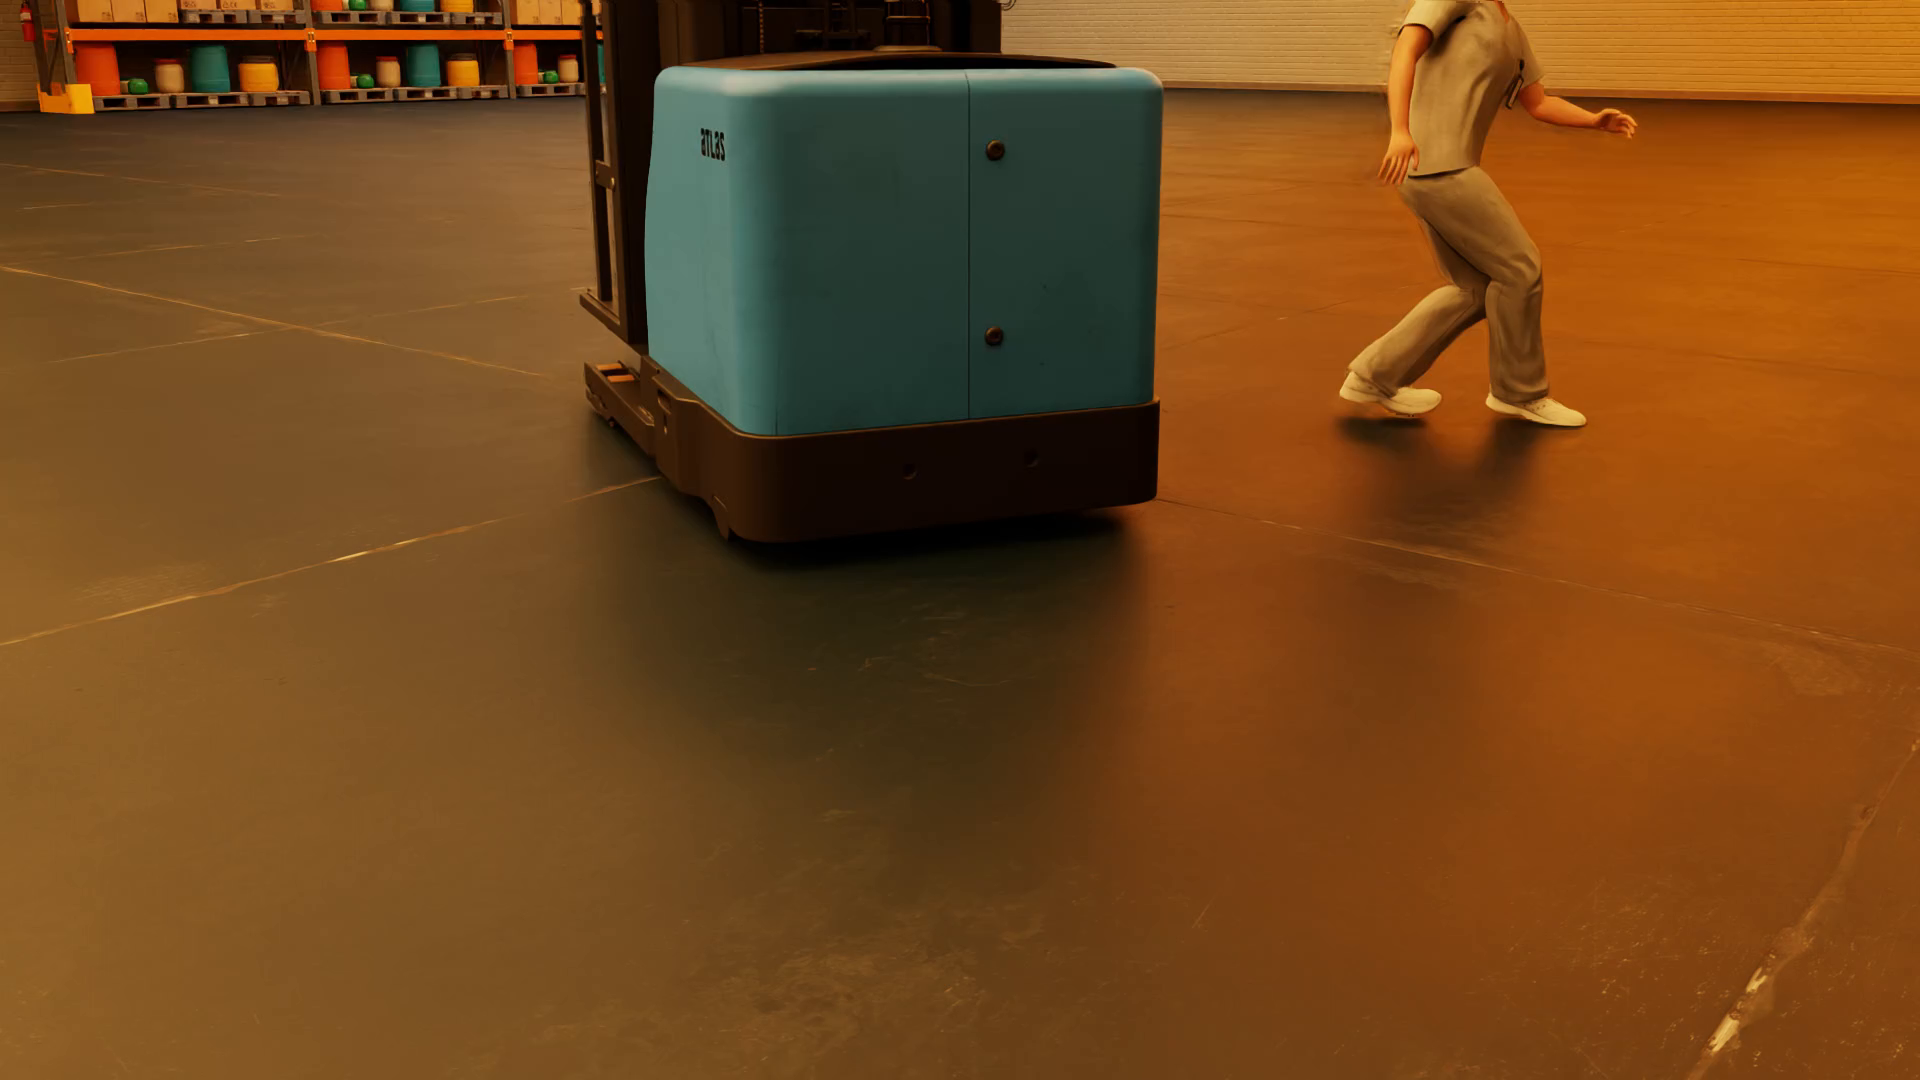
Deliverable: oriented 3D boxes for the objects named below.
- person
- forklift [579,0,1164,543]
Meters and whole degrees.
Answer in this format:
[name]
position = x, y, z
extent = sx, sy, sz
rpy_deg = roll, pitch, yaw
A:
[person]
position = 1.546, -1.070, 4.867
extent = 0.782, 1.549, 0.704
rpy_deg = 7, 18, 21
[forklift]
position = -0.538, -1.781, 4.763
extent = 1.130, 2.935, 3.031
rpy_deg = -7, 18, -21
